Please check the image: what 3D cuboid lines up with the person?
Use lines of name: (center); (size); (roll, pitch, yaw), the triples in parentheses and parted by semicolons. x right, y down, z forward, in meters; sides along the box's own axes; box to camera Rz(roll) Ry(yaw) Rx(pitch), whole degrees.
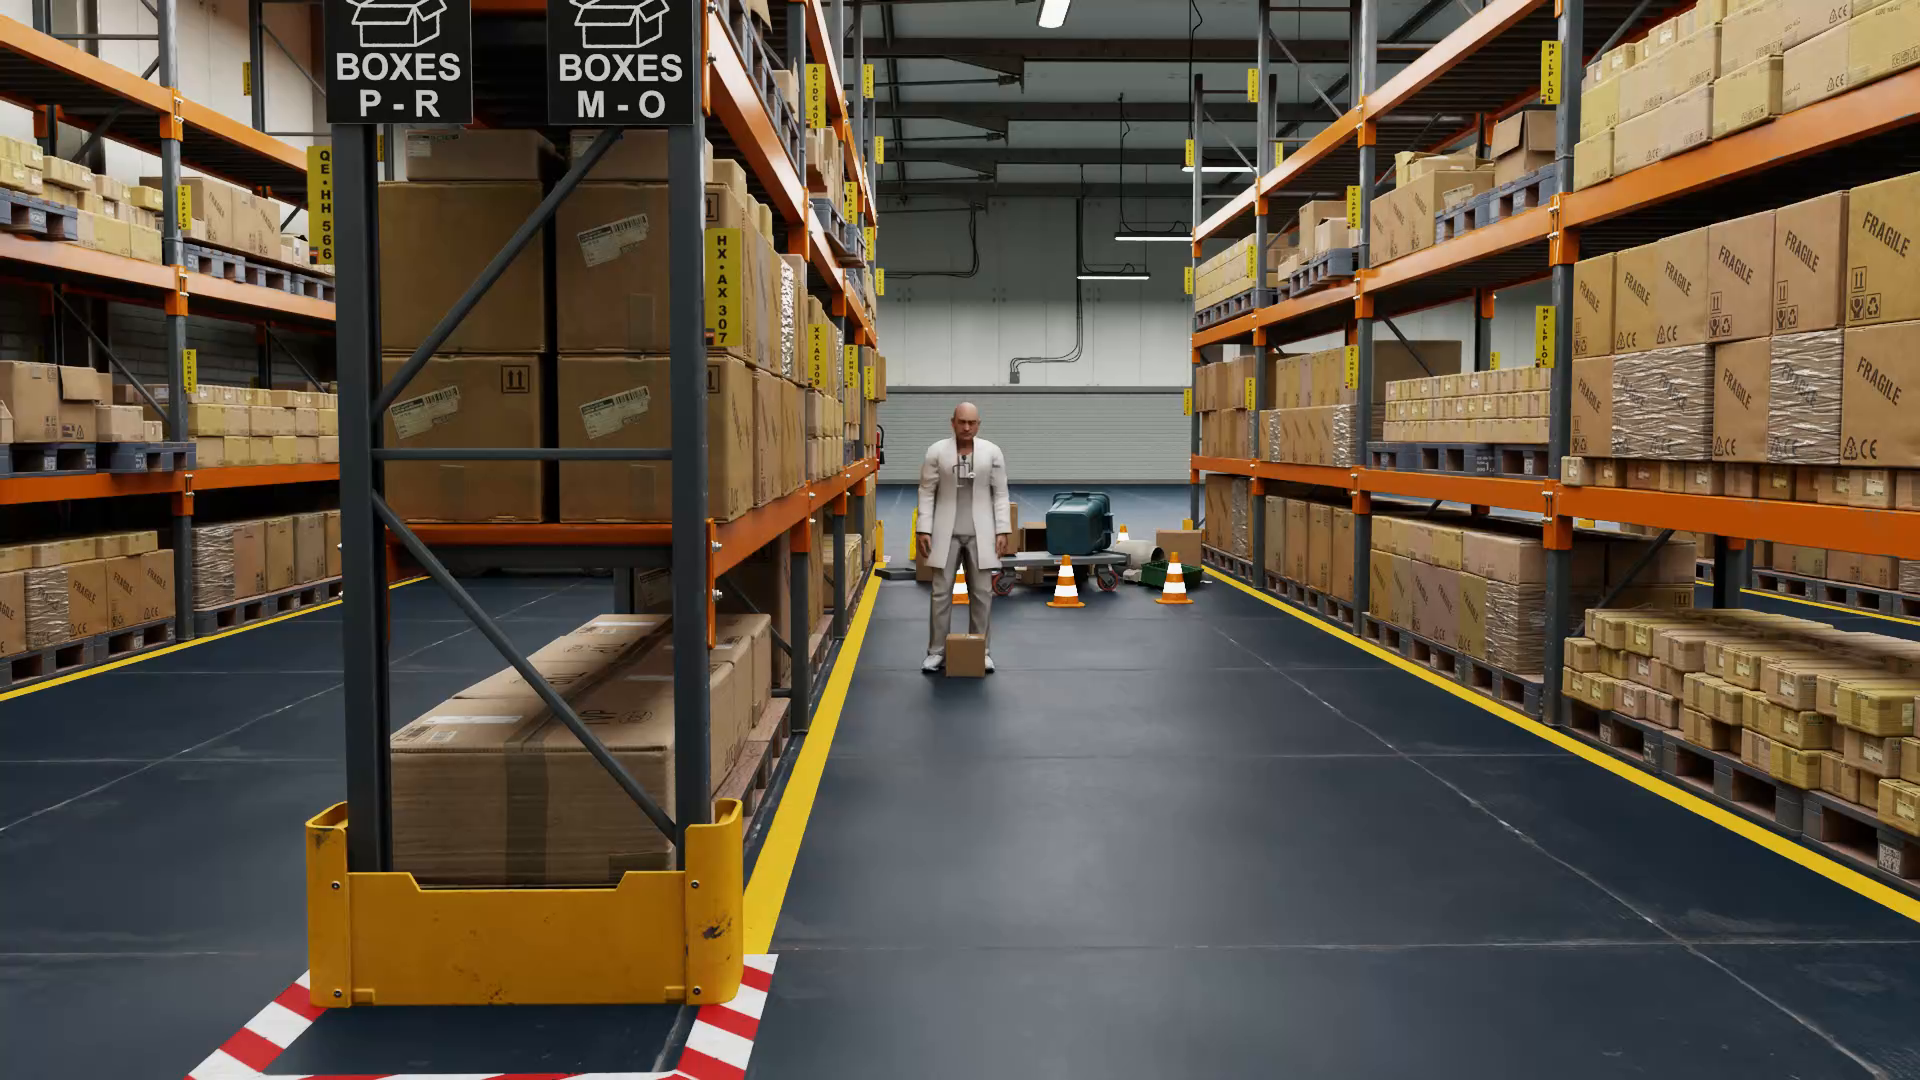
person: (0.022, -0.024, 11.062); (0.645, 1.774, 0.425); (0, 4, -1)
